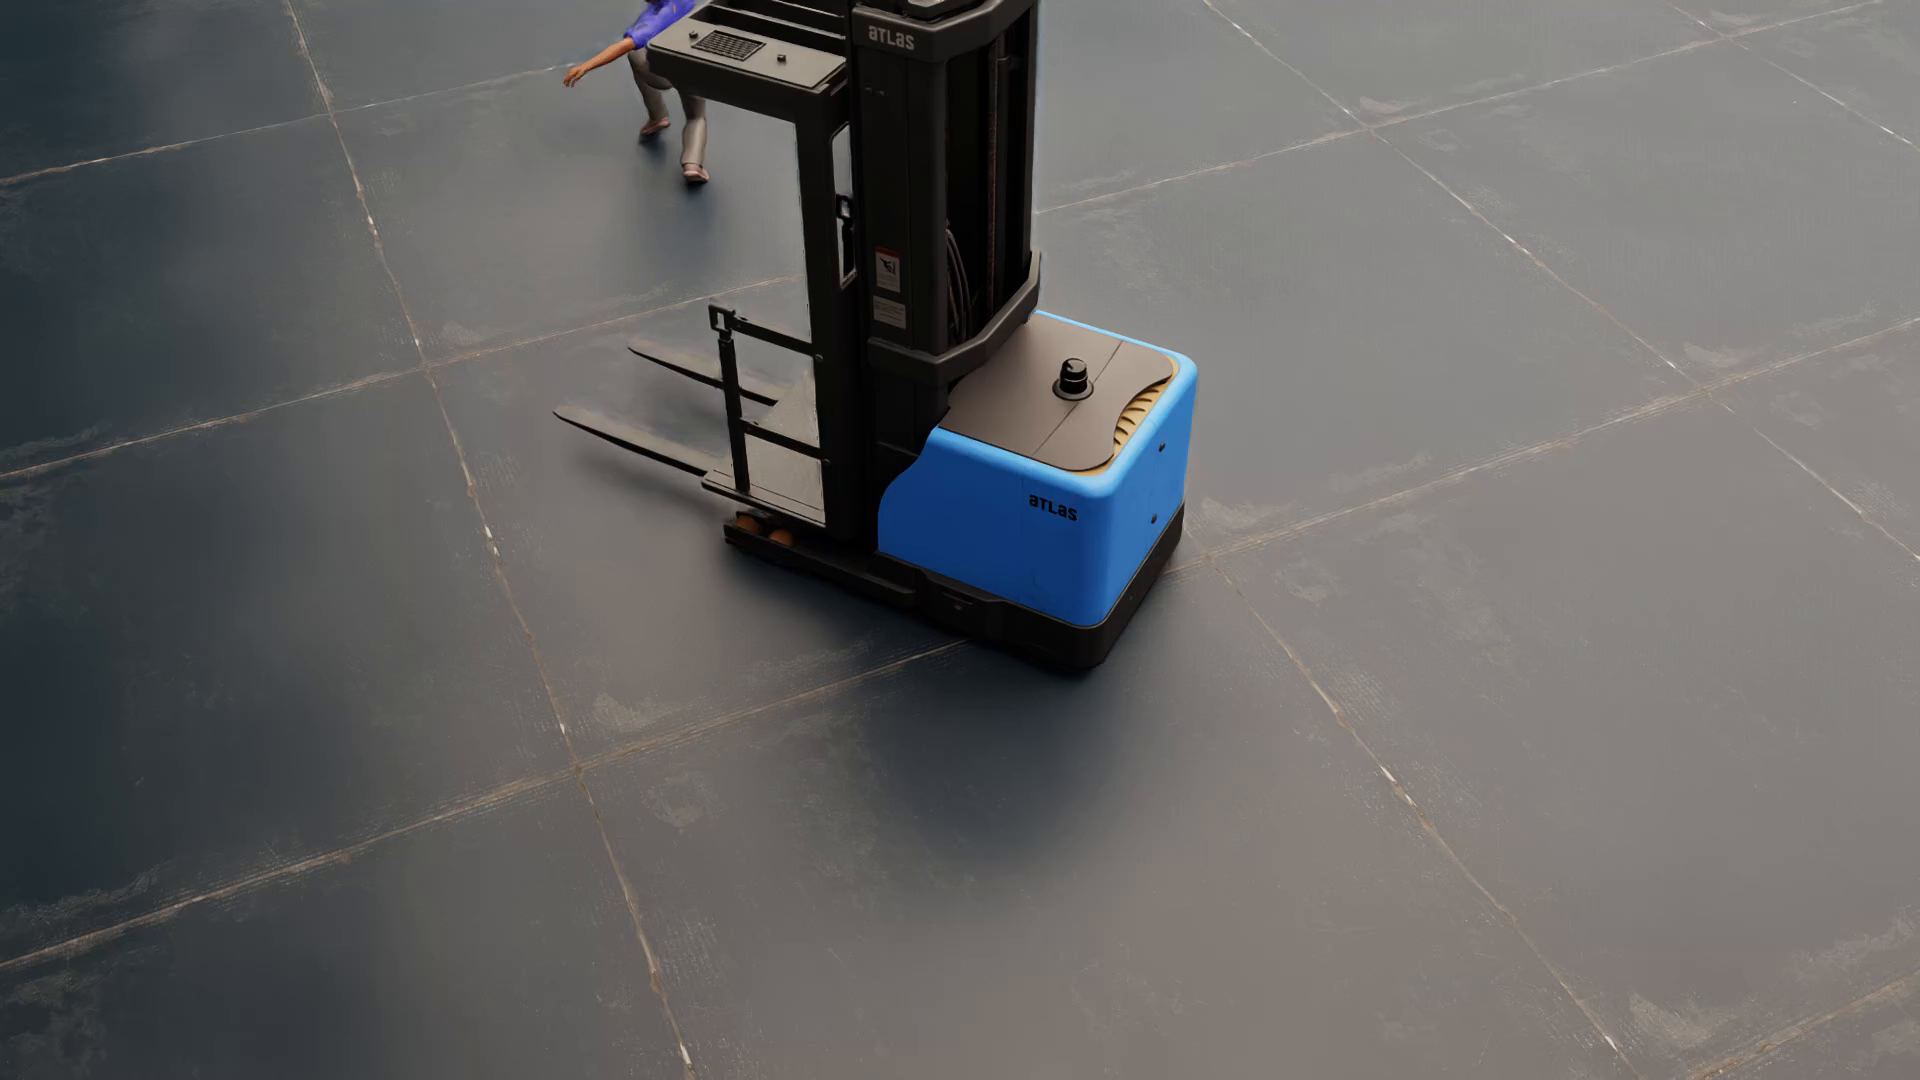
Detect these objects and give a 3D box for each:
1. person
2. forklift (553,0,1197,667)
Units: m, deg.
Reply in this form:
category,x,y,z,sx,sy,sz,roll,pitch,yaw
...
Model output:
category,x,y,z,sx,sy,sz,roll,pitch,yaw
person,-1.976,-2.785,9.825,0.957,1.387,0.886,-22,47,-22
forklift,-0.516,-1.251,7.021,3.031,2.935,1.130,20,47,20
